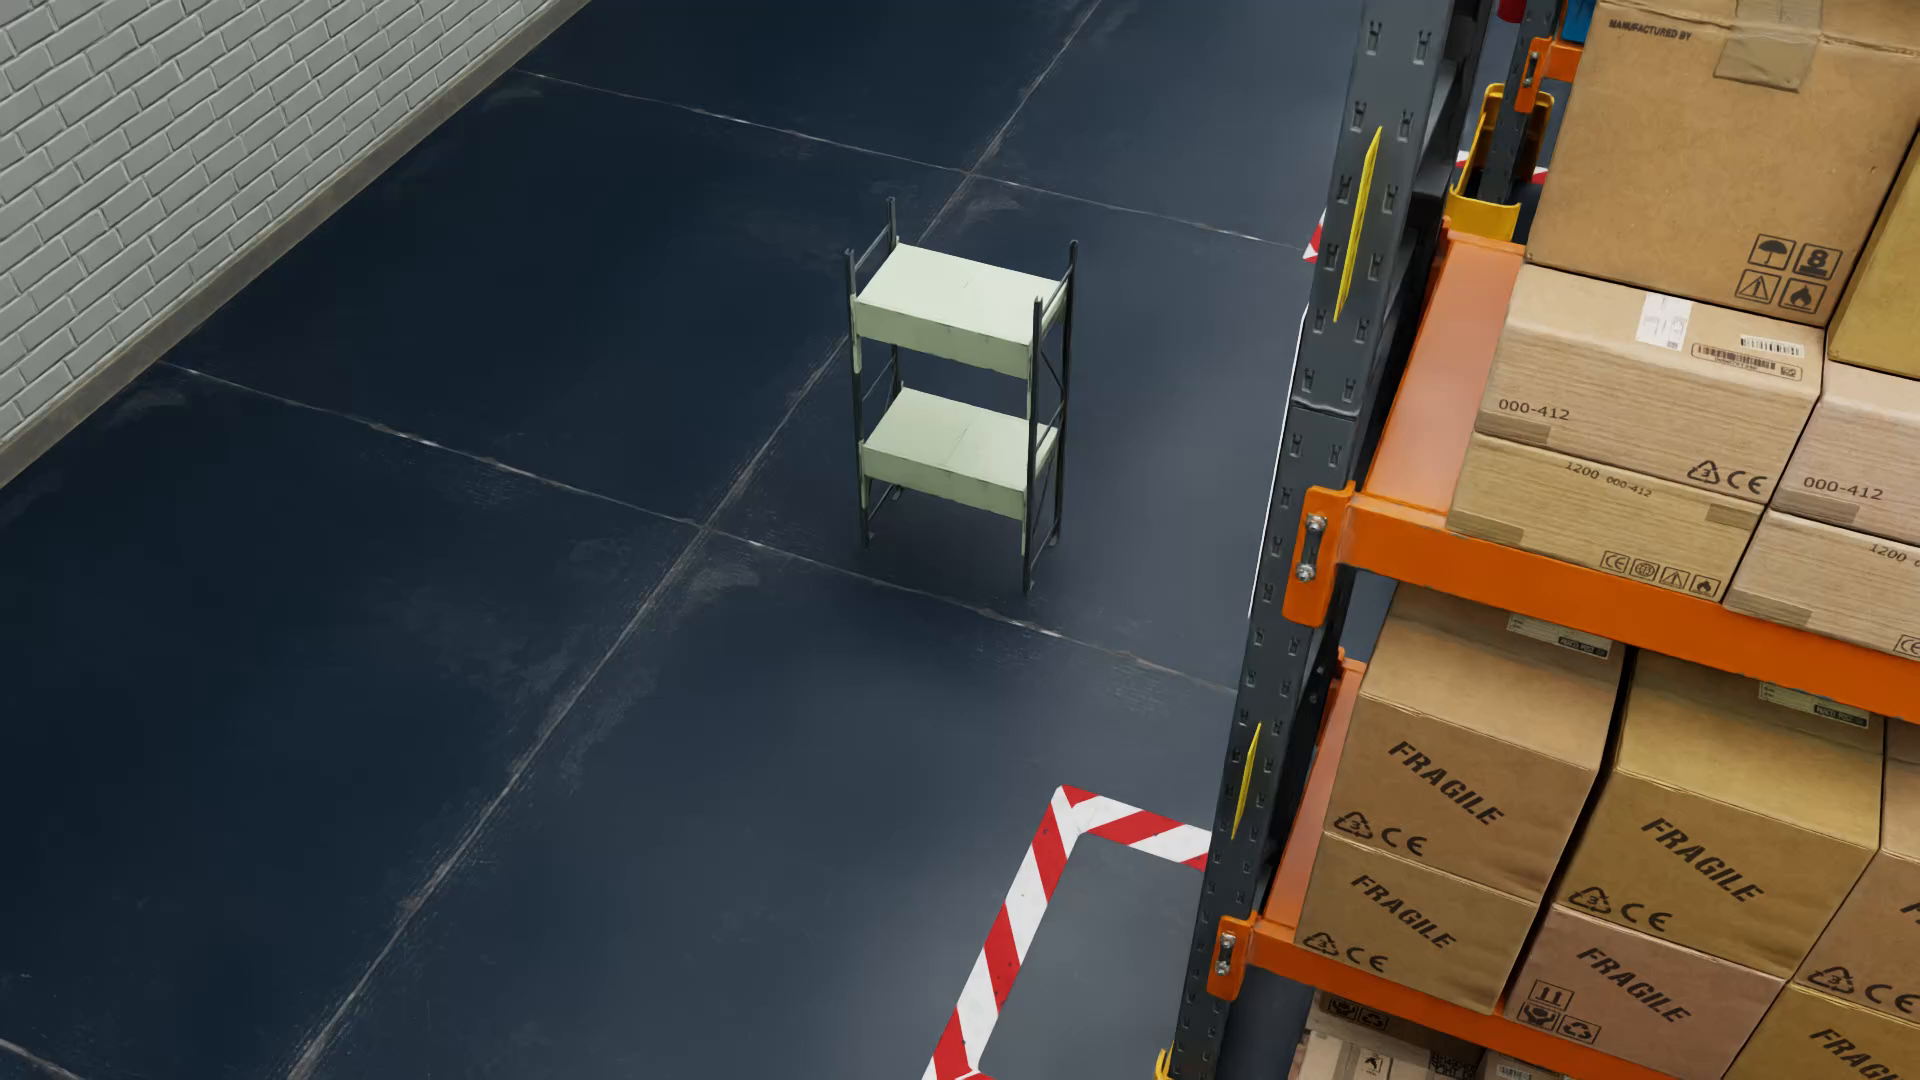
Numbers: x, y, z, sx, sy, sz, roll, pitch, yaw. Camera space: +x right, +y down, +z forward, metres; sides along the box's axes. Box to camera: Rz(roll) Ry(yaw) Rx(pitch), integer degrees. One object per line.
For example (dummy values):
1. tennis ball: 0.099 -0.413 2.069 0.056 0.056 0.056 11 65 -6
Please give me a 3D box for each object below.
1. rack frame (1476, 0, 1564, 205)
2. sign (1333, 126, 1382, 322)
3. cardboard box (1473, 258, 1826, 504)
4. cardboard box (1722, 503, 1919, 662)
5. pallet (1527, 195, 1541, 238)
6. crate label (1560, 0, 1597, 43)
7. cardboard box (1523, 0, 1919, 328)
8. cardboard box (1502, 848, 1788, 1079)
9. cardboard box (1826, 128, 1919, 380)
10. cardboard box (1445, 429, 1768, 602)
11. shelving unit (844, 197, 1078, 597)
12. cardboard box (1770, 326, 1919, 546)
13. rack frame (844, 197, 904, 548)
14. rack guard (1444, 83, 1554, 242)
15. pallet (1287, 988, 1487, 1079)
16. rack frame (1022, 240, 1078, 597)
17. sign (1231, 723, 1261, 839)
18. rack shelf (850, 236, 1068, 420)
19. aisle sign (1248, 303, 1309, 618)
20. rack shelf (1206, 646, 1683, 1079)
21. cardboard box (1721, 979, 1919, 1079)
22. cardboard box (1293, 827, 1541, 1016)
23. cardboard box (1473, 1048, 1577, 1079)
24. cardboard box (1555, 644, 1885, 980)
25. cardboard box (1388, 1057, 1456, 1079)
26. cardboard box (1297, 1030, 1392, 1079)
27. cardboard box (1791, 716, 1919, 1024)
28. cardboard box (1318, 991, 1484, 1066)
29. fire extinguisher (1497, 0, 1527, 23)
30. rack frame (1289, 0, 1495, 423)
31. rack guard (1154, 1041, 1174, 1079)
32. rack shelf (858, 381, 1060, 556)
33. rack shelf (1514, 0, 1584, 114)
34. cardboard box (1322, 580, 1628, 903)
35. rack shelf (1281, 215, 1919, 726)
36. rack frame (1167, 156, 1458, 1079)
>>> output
1. rack frame: 2.772 -2.718 7.694 0.127 3.000 1.000 16 47 16
2. sign: 0.653 -0.515 2.733 0.005 0.325 0.100 16 47 16
3. cardboard box: 1.236 -0.373 2.963 0.500 0.250 0.500 16 47 16
4. cardboard box: 1.694 -0.056 2.998 0.500 0.250 0.500 16 47 16
5. pallet: 3.518 -1.481 8.427 1.213 0.211 1.003 16 47 16
6. crate label: 2.873 -2.399 7.449 0.303 0.233 0.416 16 47 16
7. cardboard box: 1.342 -0.819 2.879 0.500 0.500 0.700 16 47 16
8. cardboard box: 1.648 0.898 3.988 0.500 0.500 0.500 16 47 15
9. cardboard box: 1.771 -0.628 2.687 0.500 0.500 0.700 16 47 16
10. cardboard box: 1.238 -0.200 3.143 0.500 0.250 0.500 16 47 16
11. shelving unit: 0.006 -0.530 6.558 0.755 1.500 0.431 16 47 16
12. cardboard box: 1.694 -0.233 2.821 0.500 0.250 0.500 16 47 16
13. rack frame: -0.332 -0.629 6.658 0.023 1.500 0.400 16 47 16
14. rack guard: 2.745 -1.830 8.574 0.348 0.500 1.175 16 47 16
15. pallet: 1.668 1.730 5.200 1.213 0.211 1.003 16 47 16
16. rack frame: 0.344 -0.430 6.458 0.023 1.500 0.400 16 47 16
17. sign: 0.653 0.552 3.794 0.005 0.325 0.100 16 47 16
18. rack shelf: 0.006 -0.807 6.283 0.720 0.370 0.431 16 47 16
19. aisle sign: 0.686 -0.244 3.364 0.004 0.787 0.394 16 47 16
20. rack shelf: 2.708 1.303 4.162 4.000 0.370 1.077 16 47 16
21. cardboard box: 2.110 1.037 3.849 0.500 0.500 0.500 16 47 16
22. cardboard box: 1.170 0.762 4.126 0.500 0.500 0.500 17 47 17
23. cardboard box: 1.716 1.792 4.799 0.500 0.250 0.500 16 47 16
24. cardboard box: 1.655 0.544 3.635 0.500 0.500 0.500 17 47 16
25. cardboard box: 1.347 1.759 4.891 0.250 0.166 0.380 16 47 16
26. cardboard box: 1.116 1.697 4.966 0.250 0.149 0.380 16 47 16
27. cardboard box: 2.115 0.684 3.496 0.500 0.500 0.500 17 47 16
28. cardboard box: 1.458 1.223 5.194 0.500 0.500 0.500 16 47 16
29. fire extinguisher: 2.808 -2.895 8.192 0.183 0.674 0.296 16 47 16
30. rack frame: 0.862 -1.621 2.339 0.127 3.000 1.000 16 47 16
31. rack guard: 0.932 1.412 5.315 0.348 0.500 1.175 16 47 16
32. rack shelf: 0.006 -0.299 6.788 0.720 0.370 0.431 16 47 16
33. rack shelf: 4.618 -1.920 7.402 4.000 0.370 1.077 16 47 16
34. cardboard box: 1.170 0.407 3.773 0.500 0.500 0.500 18 48 17
35. rack shelf: 2.708 0.240 3.104 4.000 0.370 1.077 16 47 16
36. rack frame: 0.862 0.505 4.455 0.127 3.000 1.000 16 47 16
